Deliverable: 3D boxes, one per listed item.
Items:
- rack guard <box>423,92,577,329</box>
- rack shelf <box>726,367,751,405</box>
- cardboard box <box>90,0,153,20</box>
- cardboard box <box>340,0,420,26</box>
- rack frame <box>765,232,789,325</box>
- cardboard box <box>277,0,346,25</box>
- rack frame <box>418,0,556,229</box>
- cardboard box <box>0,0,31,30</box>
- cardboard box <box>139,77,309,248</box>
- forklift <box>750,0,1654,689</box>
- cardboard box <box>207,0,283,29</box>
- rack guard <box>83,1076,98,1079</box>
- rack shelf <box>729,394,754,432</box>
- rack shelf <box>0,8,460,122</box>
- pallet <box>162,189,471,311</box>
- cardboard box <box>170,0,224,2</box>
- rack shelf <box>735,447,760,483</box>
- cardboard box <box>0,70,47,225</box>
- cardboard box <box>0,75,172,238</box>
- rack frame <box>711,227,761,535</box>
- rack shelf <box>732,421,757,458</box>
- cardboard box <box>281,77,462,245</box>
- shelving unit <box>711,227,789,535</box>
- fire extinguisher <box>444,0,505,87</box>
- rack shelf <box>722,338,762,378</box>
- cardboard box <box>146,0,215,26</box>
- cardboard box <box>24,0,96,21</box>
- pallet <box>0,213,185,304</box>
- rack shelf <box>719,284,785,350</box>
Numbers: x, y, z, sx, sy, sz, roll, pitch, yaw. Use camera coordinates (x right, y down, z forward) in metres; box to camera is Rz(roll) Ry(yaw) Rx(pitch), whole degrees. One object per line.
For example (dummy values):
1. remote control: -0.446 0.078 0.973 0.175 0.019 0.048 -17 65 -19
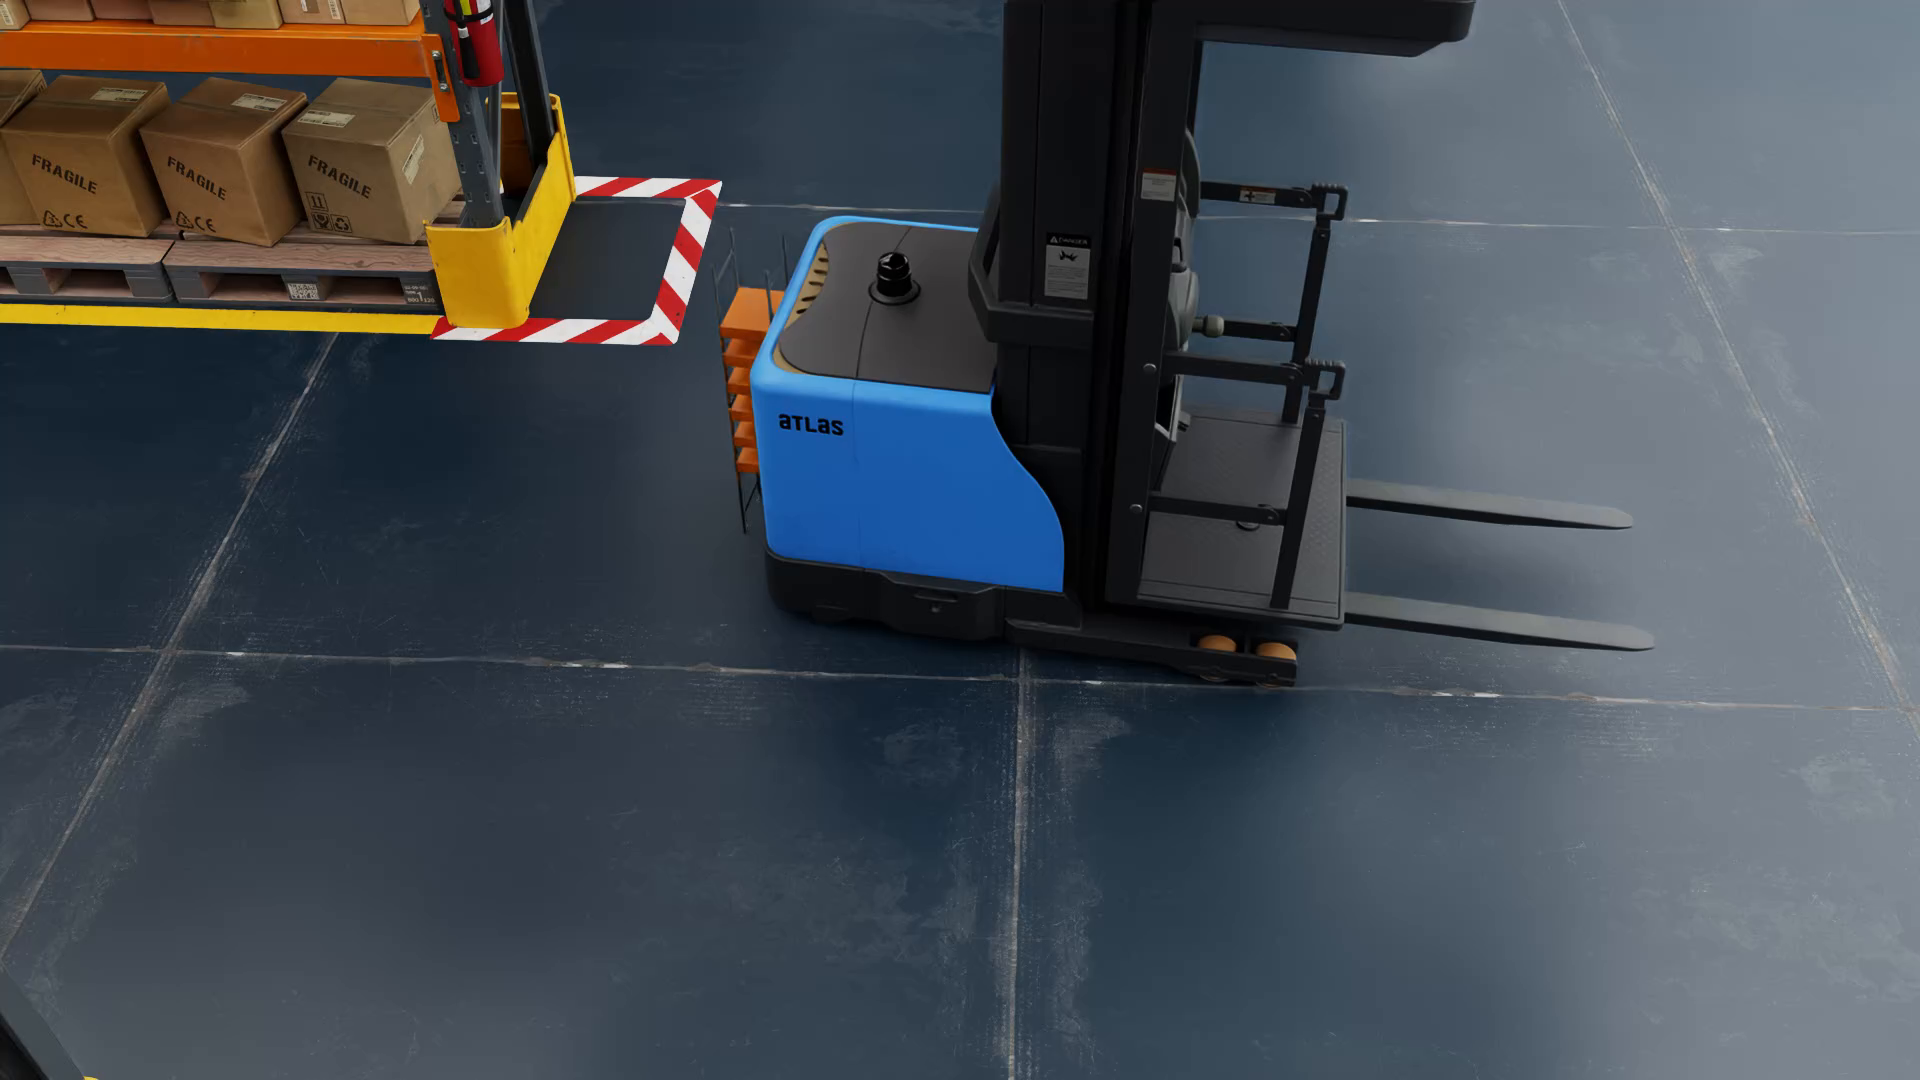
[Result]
1. rack guard: -2.049 -1.503 7.496 0.348 0.500 1.175 2 43 2
2. rack shelf: -0.703 -0.583 5.885 0.180 0.103 0.258 7 43 7
3. cardboard box: -3.266 -2.226 6.623 0.250 0.149 0.380 2 43 2
4. cardboard box: -2.267 -2.191 6.586 0.250 0.149 0.380 2 43 2
5. rack frame: -0.613 -0.517 5.924 0.006 1.200 0.240 7 43 7
6. cardboard box: -2.517 -2.199 6.594 0.250 0.149 0.380 2 43 2
7. rack frame: -1.973 -2.415 6.642 0.127 3.000 1.000 2 43 2
8. cardboard box: -3.770 -2.166 6.558 0.250 0.149 0.380 2 43 2
9. cardboard box: -3.195 -1.680 7.378 0.500 0.500 0.500 12 44 13
10. forklift: 0.881 -0.956 5.126 3.031 2.935 1.130 7 43 7
11. cardboard box: -2.769 -2.172 6.565 0.250 0.149 0.380 2 43 2
12. rack guard: -2.274 1.902 3.841 0.348 0.500 1.175 2 43 2
13. rack shelf: -0.703 -0.495 5.967 0.180 0.103 0.258 7 43 7
14. rack shelf: -3.971 -2.213 6.953 4.000 0.370 1.077 2 43 2
15. pallet: -2.859 -1.446 7.647 1.213 0.211 1.003 2 43 2
16. cardboard box: -3.026 -2.530 6.473 0.500 0.500 0.875 2 43 2
17. rack shelf: -0.703 -0.320 6.130 0.180 0.103 0.258 7 43 7
18. cardboard box: -4.375 -1.759 7.464 0.500 0.500 0.500 -2 43 -2
19. cardboard box: -3.819 -1.712 7.412 0.500 0.500 0.500 5 43 6
20. rack frame: -0.793 -0.539 5.948 0.006 1.200 0.240 7 43 7
21. rack shelf: -0.703 -0.407 6.048 0.180 0.103 0.258 7 43 7
22. cardboard box: -2.596 -1.684 7.383 0.500 0.500 0.500 9 44 10
23. shelving unit: -0.703 -0.528 5.936 0.189 1.200 0.258 7 43 7
24. fire extinguisher: -1.879 -2.069 6.327 0.183 0.674 0.296 2 43 2
25. rack shelf: -0.703 -0.671 5.803 0.180 0.103 0.258 7 43 7
26. cardboard box: -3.018 -2.190 6.585 0.250 0.149 0.380 2 43 2
27. cardboard box: -3.516 -2.218 6.615 0.250 0.149 0.380 2 43 2
28. pallet: -4.074 -1.485 7.689 1.213 0.211 1.003 2 43 2
29. rack shelf: -0.703 -0.759 5.721 0.180 0.103 0.258 7 43 7
